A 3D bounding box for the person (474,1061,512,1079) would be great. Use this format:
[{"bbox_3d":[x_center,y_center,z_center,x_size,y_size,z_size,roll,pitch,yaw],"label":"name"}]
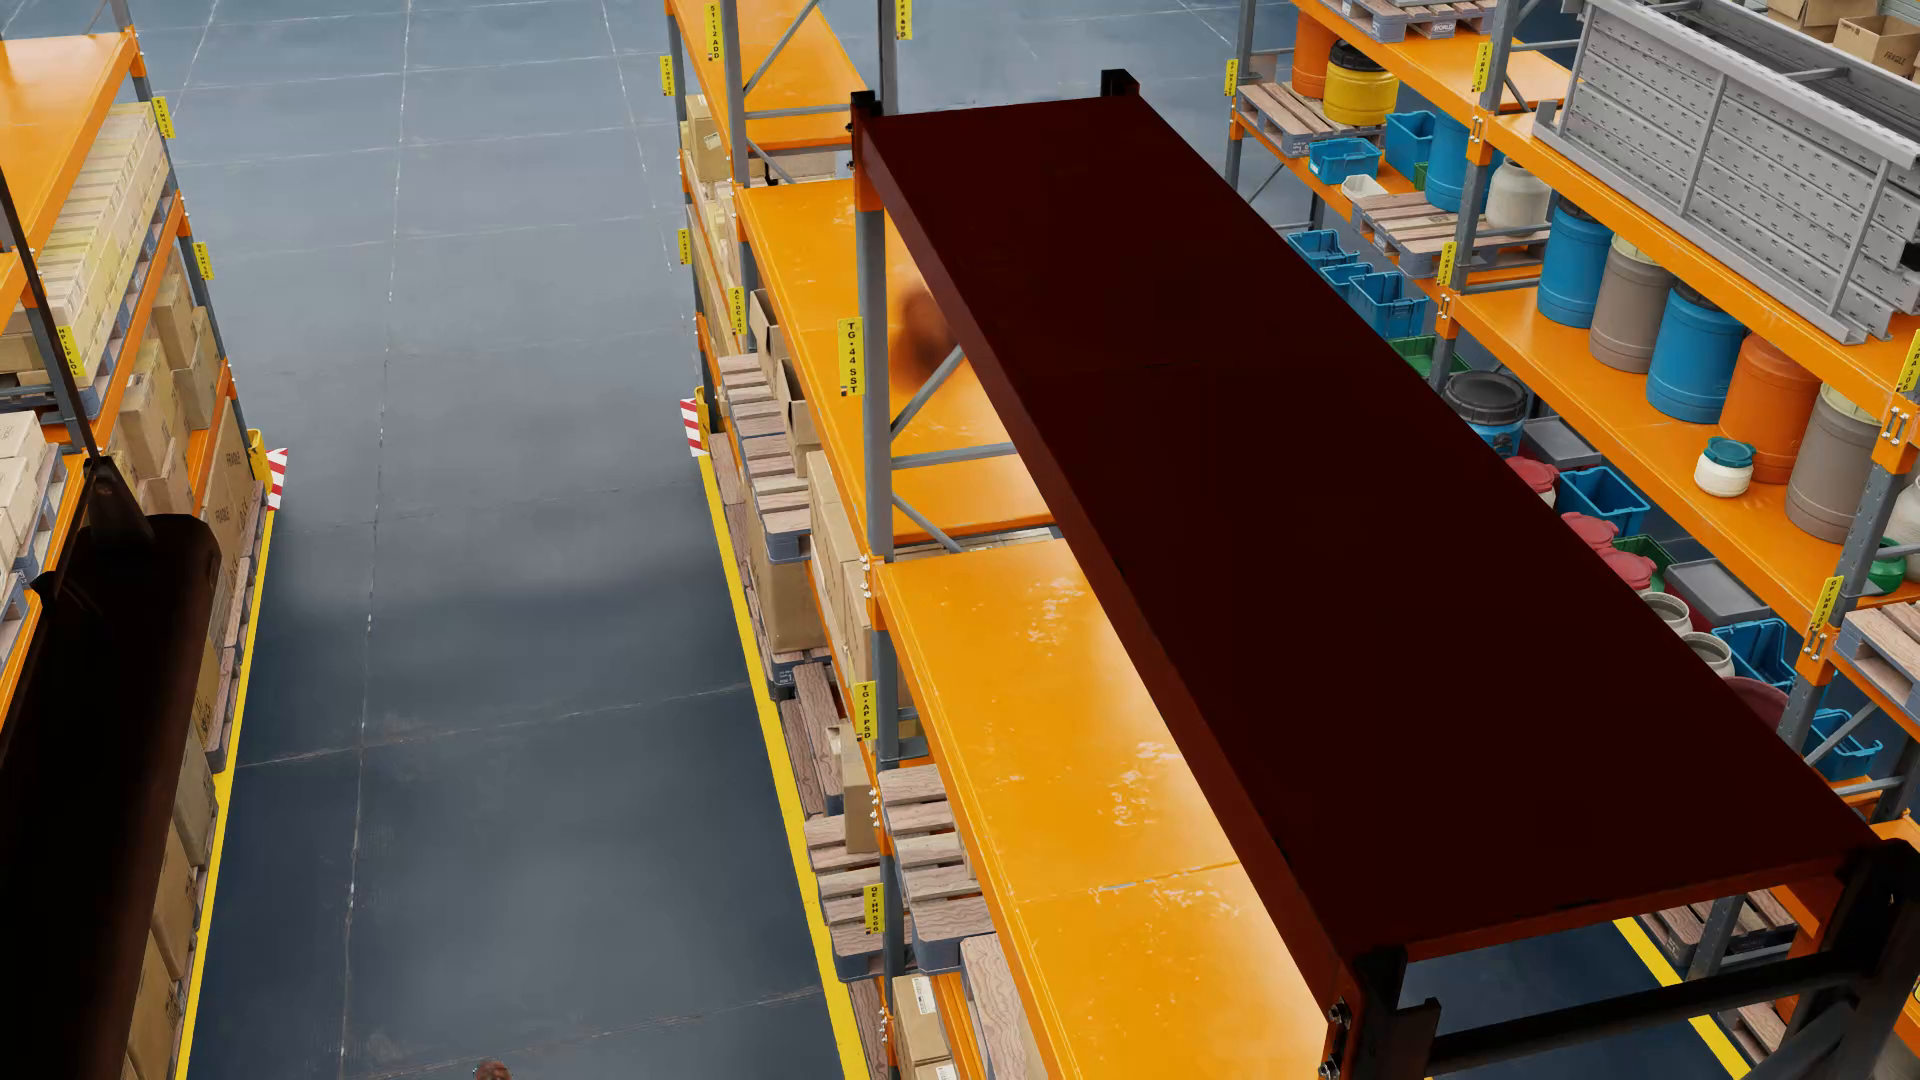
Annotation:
[{"bbox_3d":[-2.153,3.120,8.114,0.510,1.642,0.733,-13,37,-18],"label":"person"}]
